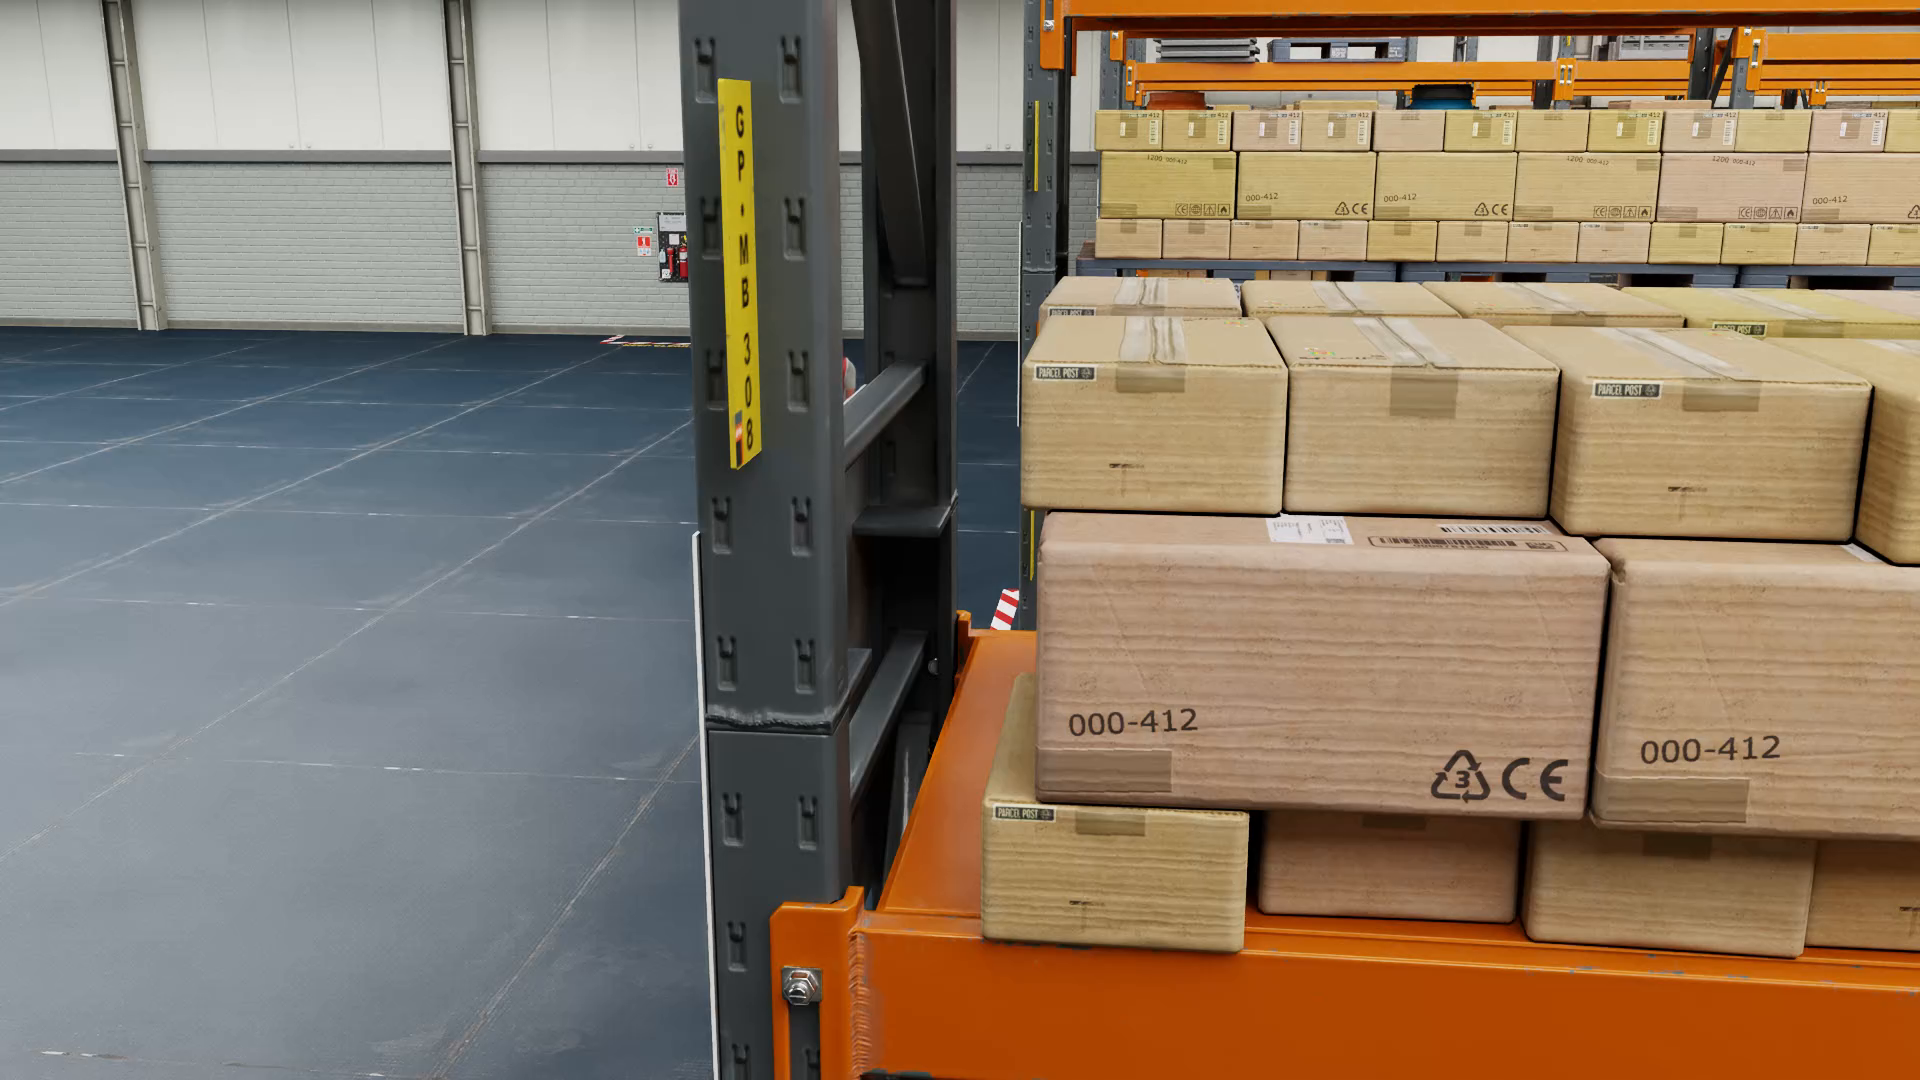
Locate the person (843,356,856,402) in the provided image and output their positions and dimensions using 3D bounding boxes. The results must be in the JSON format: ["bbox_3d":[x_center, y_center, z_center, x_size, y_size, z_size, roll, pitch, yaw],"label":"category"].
[{"bbox_3d":[-1.204,-1.082,15.193,0.553,1.778,0.680,-2,14,-7],"label":"person"}]
